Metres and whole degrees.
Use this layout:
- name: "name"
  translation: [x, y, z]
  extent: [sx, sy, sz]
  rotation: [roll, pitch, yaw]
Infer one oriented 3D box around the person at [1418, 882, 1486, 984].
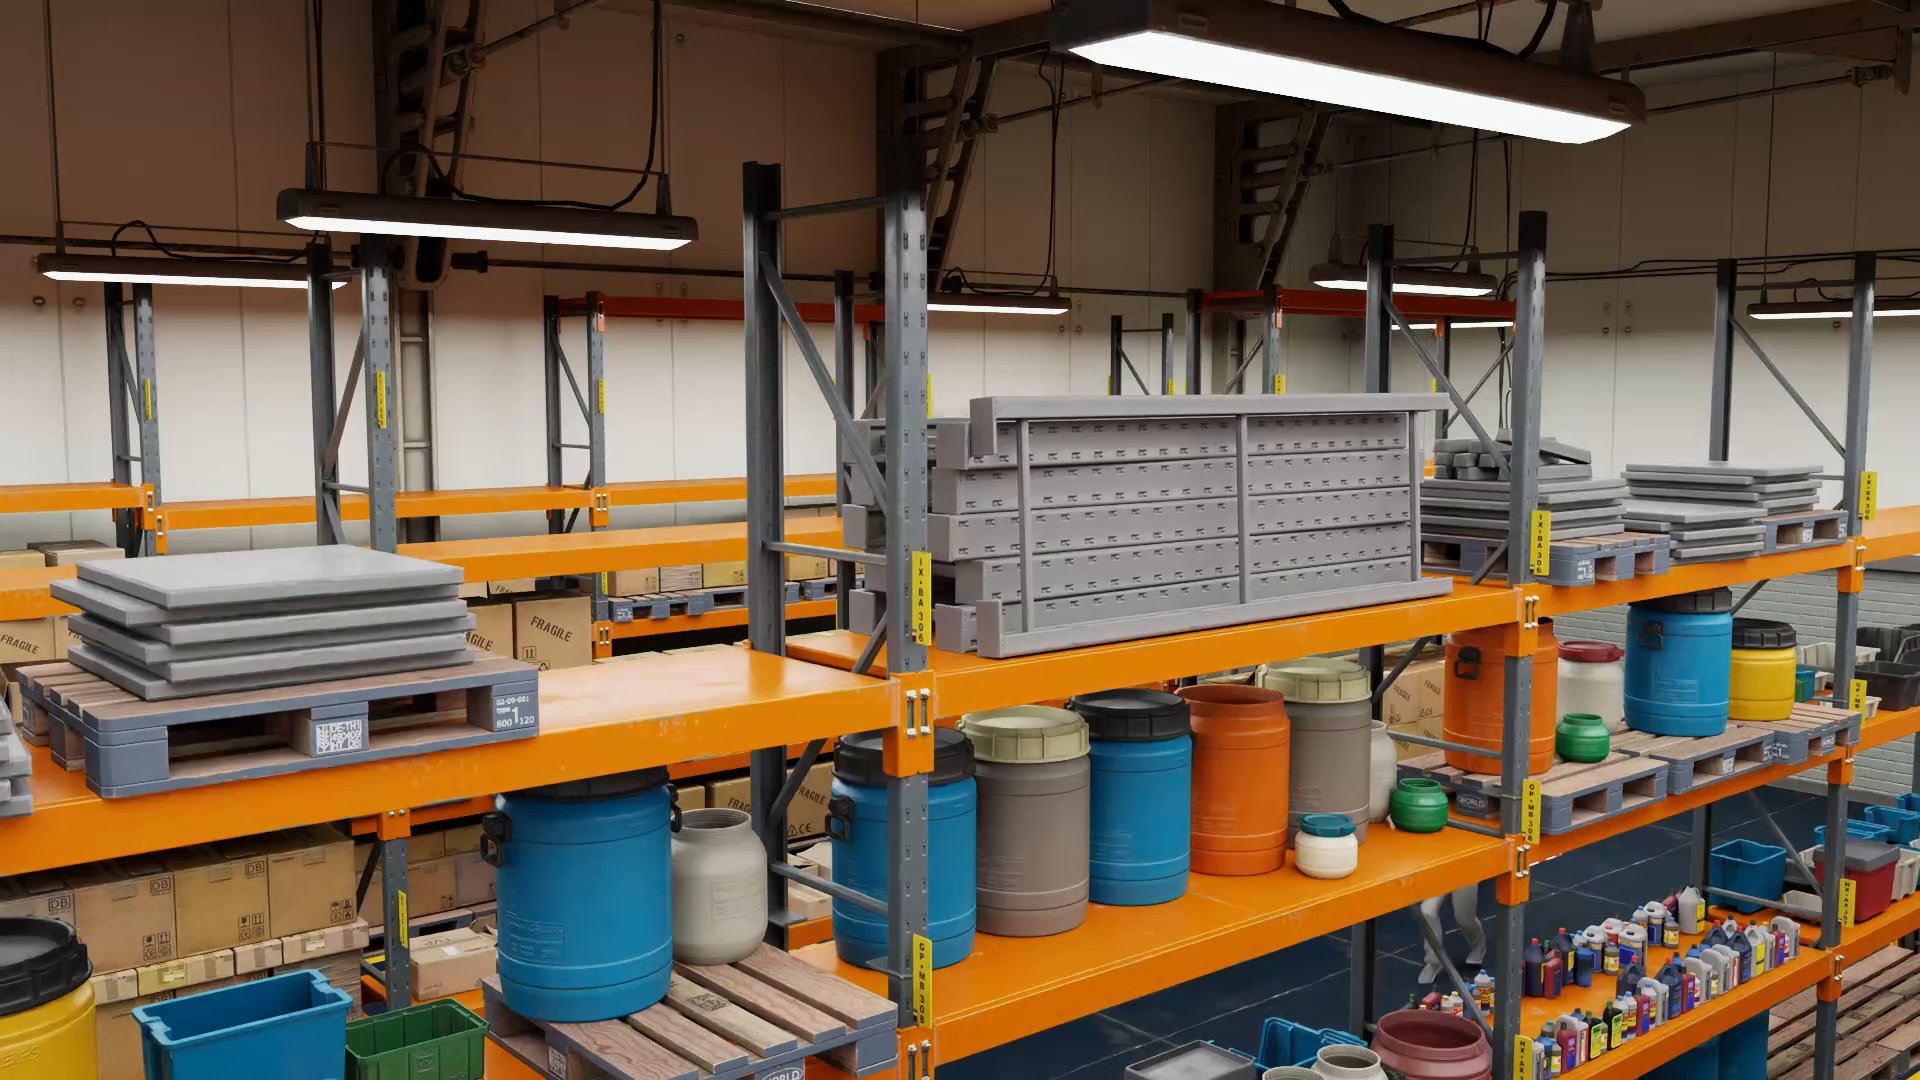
- name: "person"
  translation: [4.288, 2.918, 14.448]
  extent: [0.667, 1.830, 0.824]
  rotation: [5, 7, 40]
